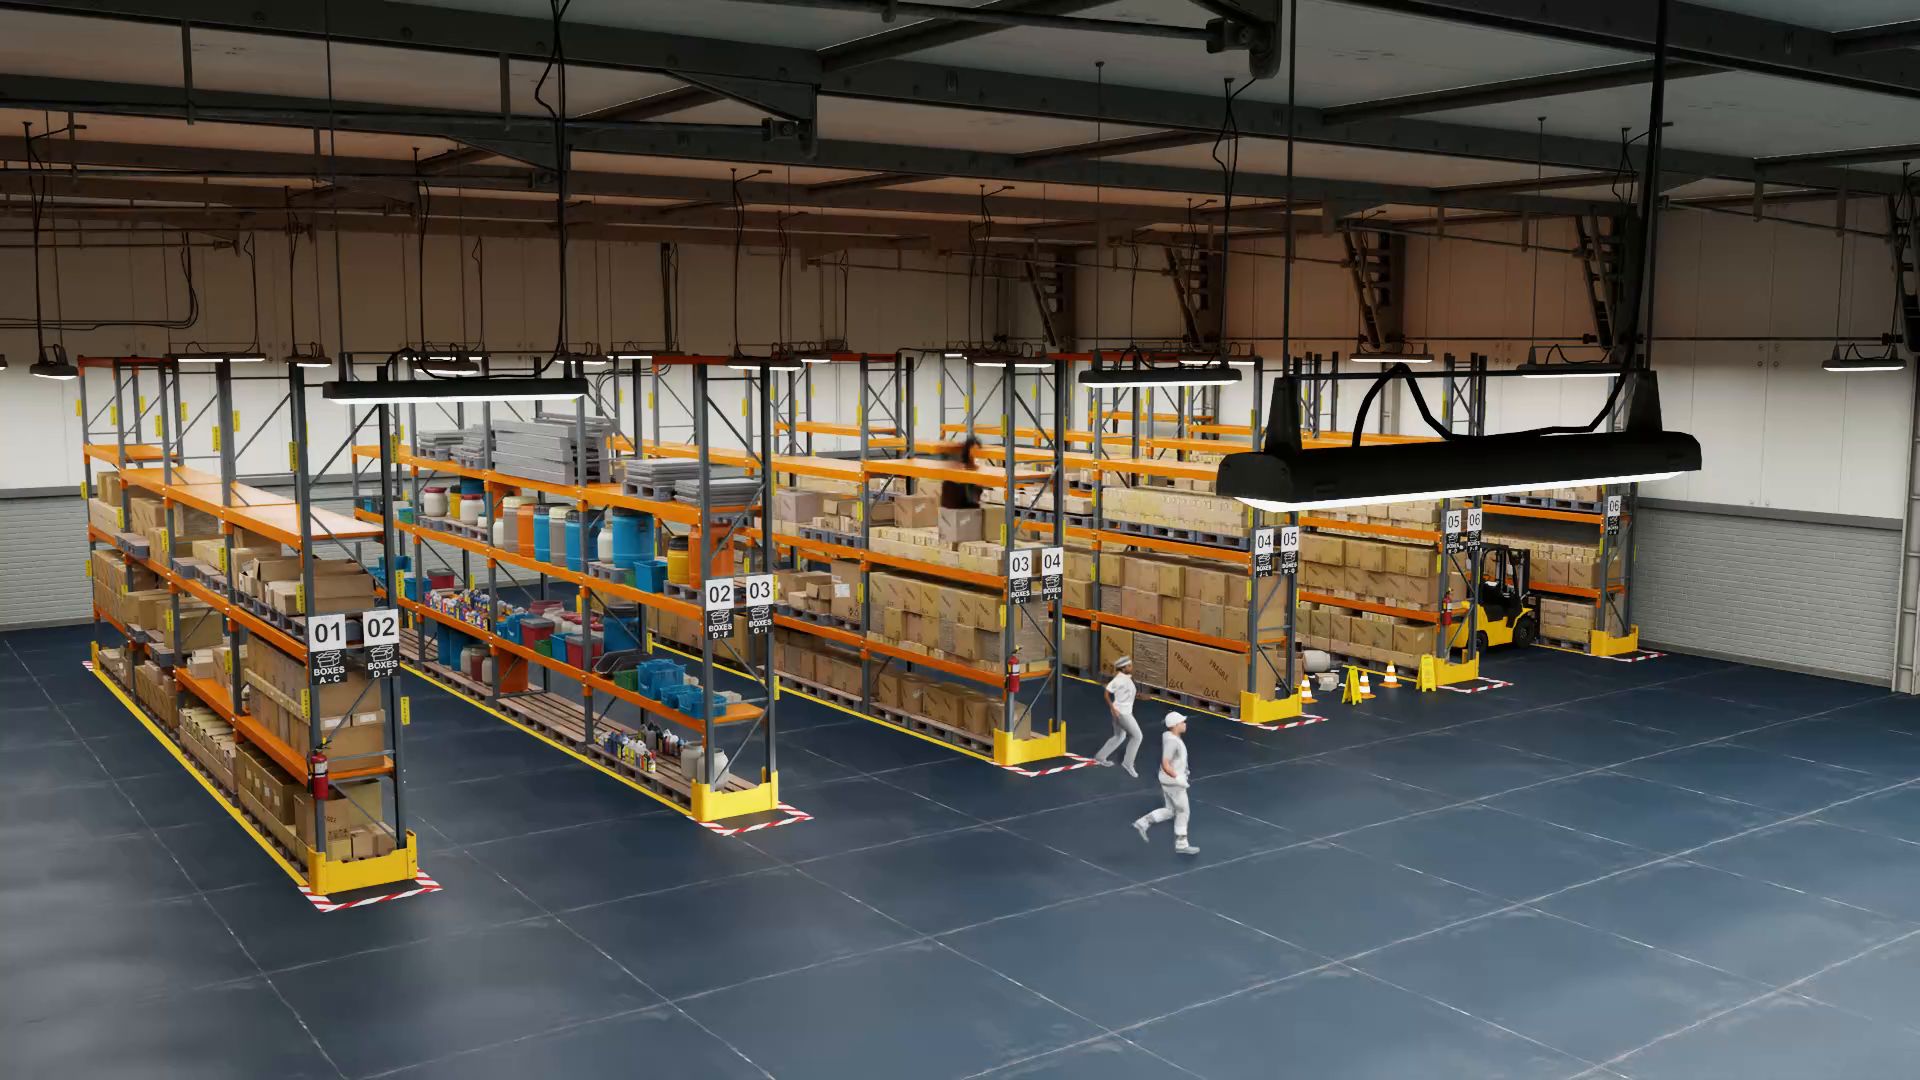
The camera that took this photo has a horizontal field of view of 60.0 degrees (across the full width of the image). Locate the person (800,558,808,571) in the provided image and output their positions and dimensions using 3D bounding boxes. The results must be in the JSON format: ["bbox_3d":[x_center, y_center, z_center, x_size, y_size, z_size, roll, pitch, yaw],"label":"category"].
[{"bbox_3d":[-3.889,0.373,42.372,0.654,1.678,0.623,-4,8,-30],"label":"person"}]

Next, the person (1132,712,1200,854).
[{"bbox_3d":[2.539,2.973,20.399,0.828,1.777,0.652,0,7,0],"label":"person"}]

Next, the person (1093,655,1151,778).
[{"bbox_3d":[2.305,2.487,23.565,0.781,1.744,0.522,1,7,9],"label":"person"}]
